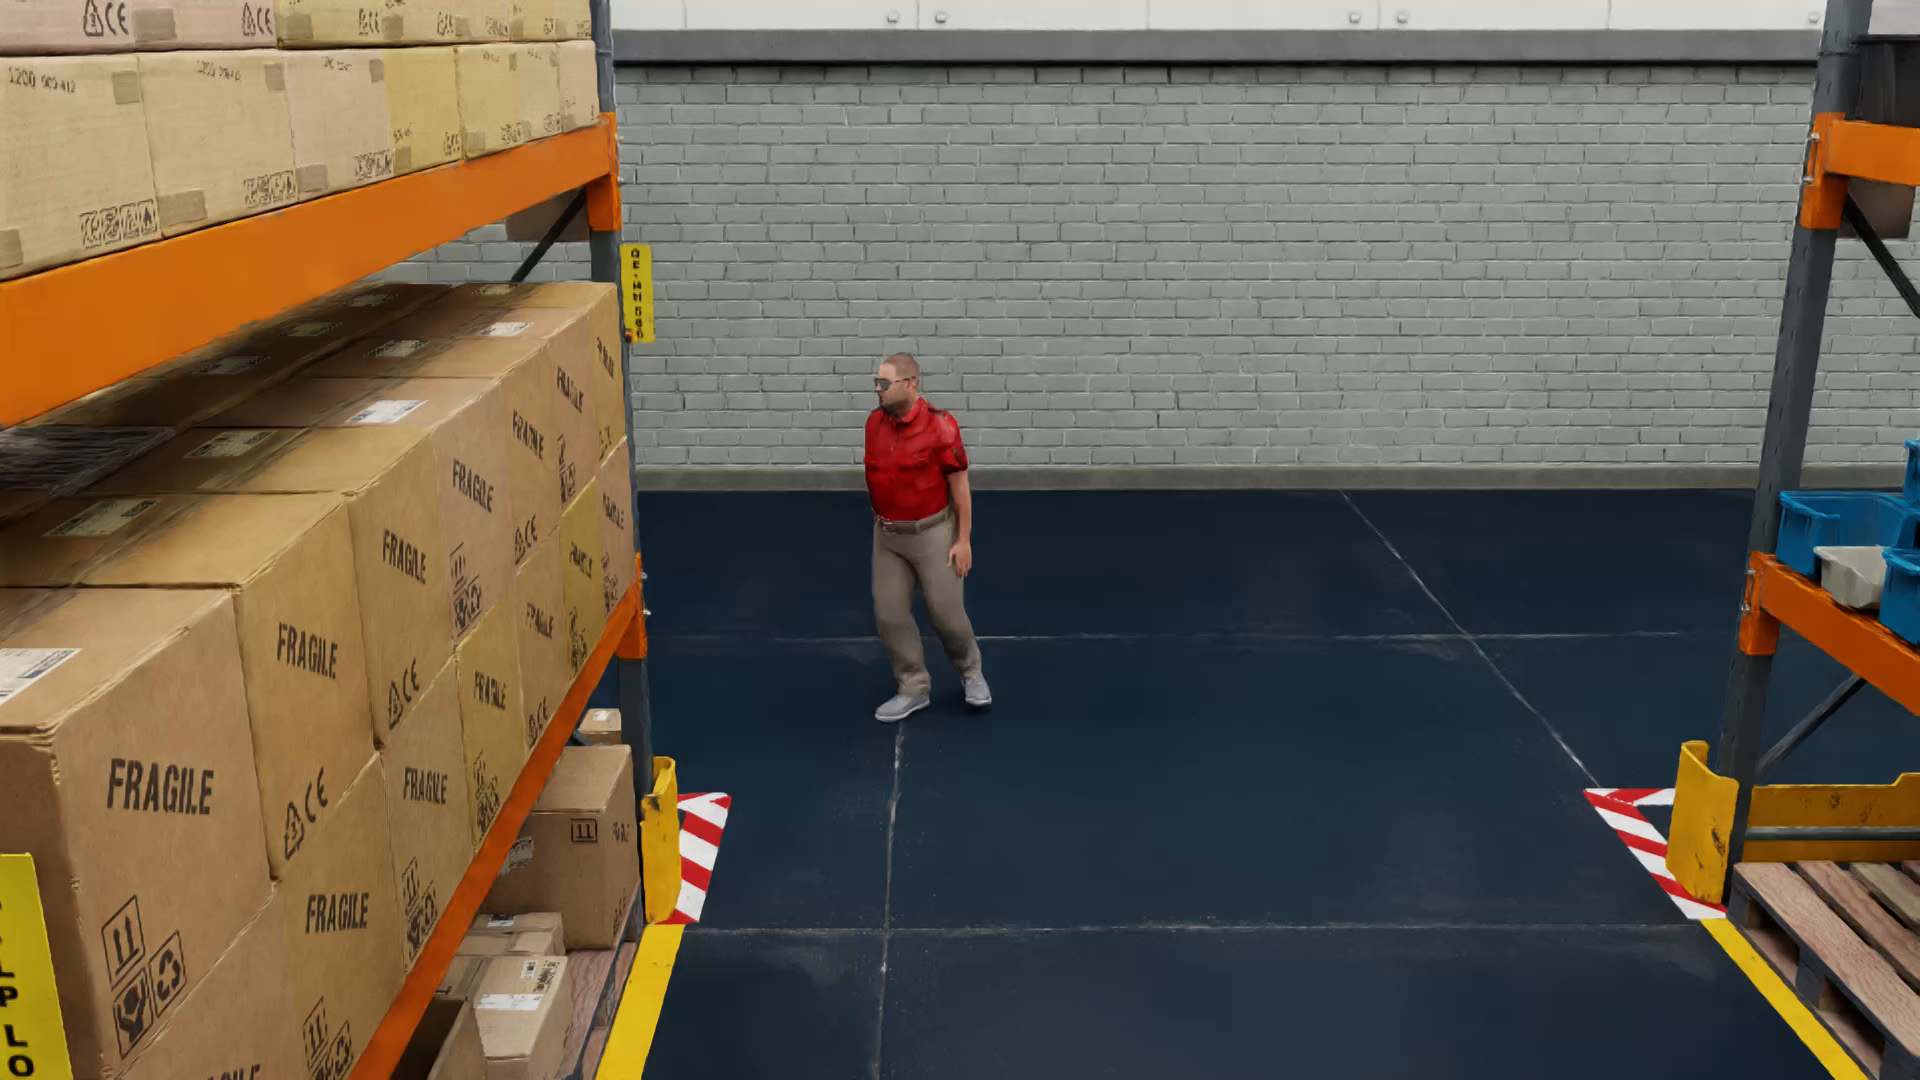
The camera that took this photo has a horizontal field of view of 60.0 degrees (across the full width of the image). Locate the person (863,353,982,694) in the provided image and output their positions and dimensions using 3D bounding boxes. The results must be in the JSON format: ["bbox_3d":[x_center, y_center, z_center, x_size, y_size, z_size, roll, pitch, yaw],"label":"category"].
[{"bbox_3d":[-0.161,-0.060,7.655,0.574,1.644,0.540,11,20,32],"label":"person"}]
